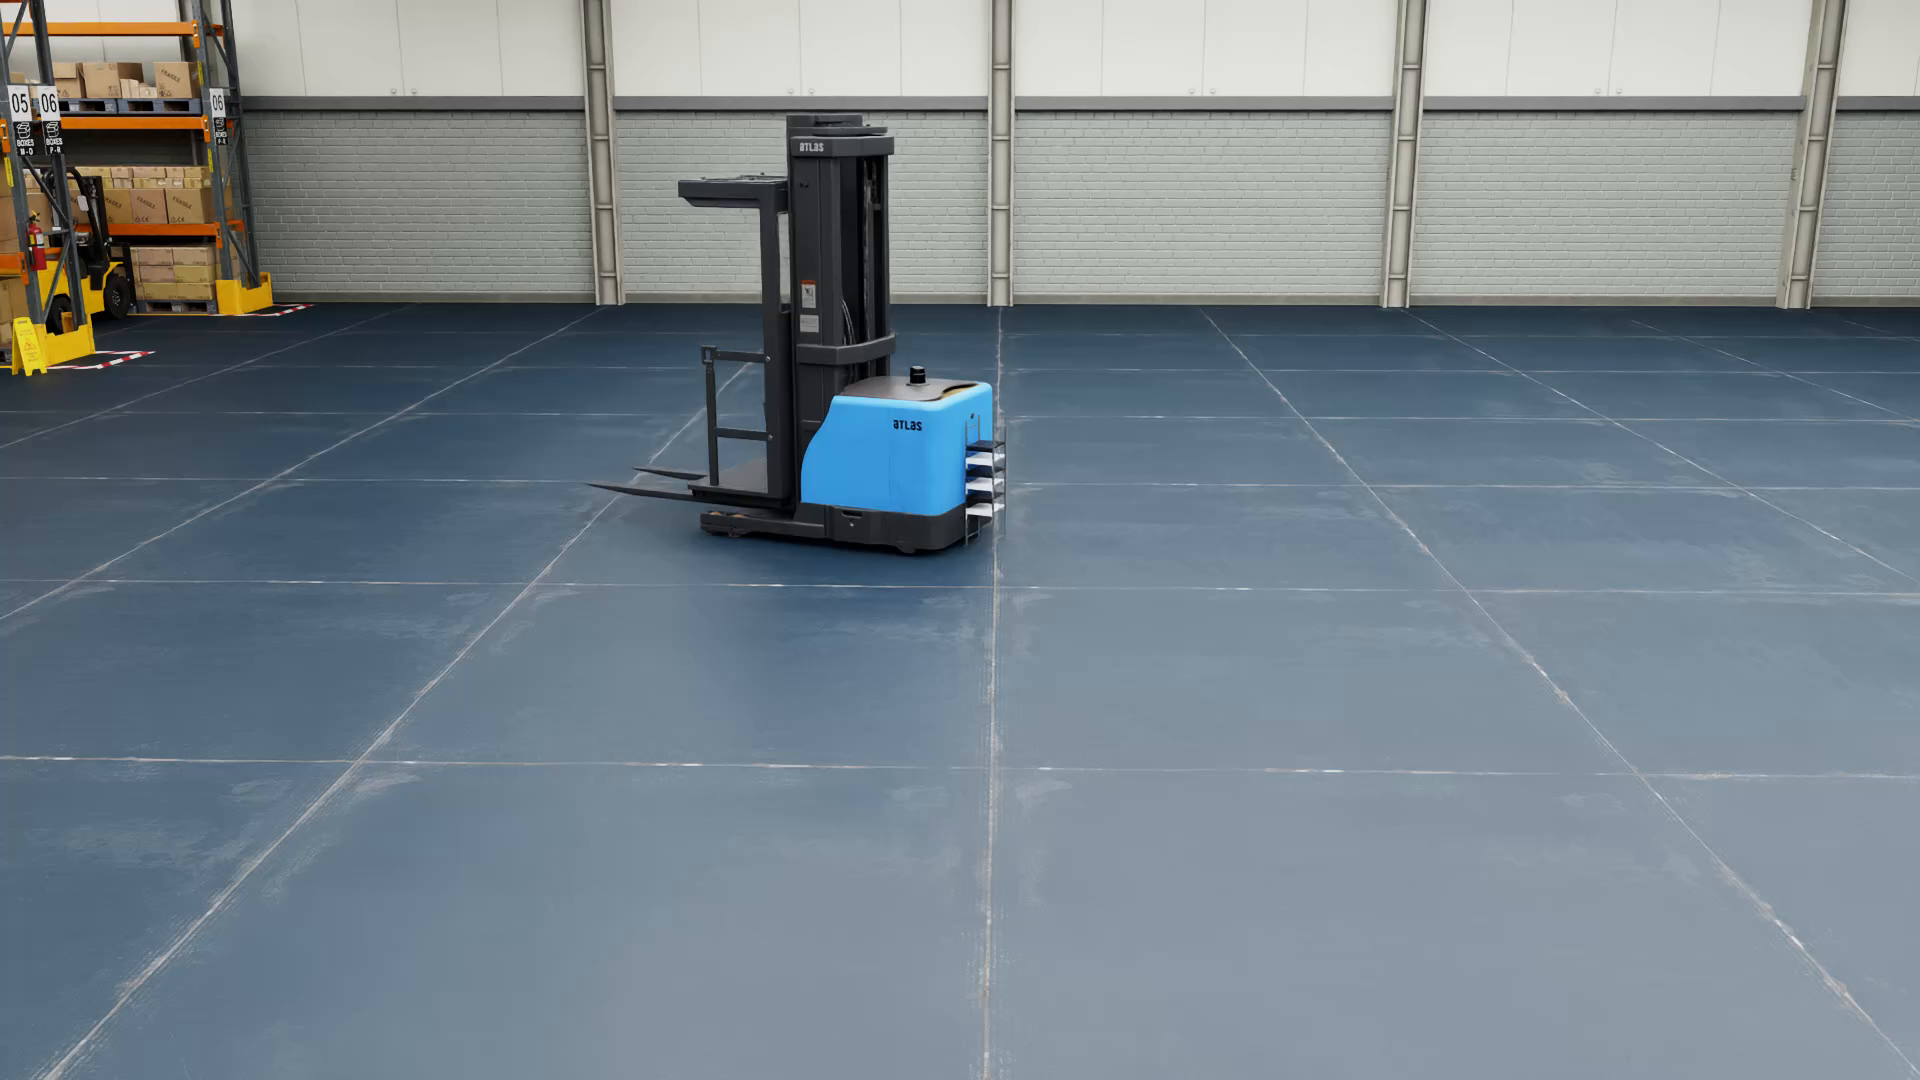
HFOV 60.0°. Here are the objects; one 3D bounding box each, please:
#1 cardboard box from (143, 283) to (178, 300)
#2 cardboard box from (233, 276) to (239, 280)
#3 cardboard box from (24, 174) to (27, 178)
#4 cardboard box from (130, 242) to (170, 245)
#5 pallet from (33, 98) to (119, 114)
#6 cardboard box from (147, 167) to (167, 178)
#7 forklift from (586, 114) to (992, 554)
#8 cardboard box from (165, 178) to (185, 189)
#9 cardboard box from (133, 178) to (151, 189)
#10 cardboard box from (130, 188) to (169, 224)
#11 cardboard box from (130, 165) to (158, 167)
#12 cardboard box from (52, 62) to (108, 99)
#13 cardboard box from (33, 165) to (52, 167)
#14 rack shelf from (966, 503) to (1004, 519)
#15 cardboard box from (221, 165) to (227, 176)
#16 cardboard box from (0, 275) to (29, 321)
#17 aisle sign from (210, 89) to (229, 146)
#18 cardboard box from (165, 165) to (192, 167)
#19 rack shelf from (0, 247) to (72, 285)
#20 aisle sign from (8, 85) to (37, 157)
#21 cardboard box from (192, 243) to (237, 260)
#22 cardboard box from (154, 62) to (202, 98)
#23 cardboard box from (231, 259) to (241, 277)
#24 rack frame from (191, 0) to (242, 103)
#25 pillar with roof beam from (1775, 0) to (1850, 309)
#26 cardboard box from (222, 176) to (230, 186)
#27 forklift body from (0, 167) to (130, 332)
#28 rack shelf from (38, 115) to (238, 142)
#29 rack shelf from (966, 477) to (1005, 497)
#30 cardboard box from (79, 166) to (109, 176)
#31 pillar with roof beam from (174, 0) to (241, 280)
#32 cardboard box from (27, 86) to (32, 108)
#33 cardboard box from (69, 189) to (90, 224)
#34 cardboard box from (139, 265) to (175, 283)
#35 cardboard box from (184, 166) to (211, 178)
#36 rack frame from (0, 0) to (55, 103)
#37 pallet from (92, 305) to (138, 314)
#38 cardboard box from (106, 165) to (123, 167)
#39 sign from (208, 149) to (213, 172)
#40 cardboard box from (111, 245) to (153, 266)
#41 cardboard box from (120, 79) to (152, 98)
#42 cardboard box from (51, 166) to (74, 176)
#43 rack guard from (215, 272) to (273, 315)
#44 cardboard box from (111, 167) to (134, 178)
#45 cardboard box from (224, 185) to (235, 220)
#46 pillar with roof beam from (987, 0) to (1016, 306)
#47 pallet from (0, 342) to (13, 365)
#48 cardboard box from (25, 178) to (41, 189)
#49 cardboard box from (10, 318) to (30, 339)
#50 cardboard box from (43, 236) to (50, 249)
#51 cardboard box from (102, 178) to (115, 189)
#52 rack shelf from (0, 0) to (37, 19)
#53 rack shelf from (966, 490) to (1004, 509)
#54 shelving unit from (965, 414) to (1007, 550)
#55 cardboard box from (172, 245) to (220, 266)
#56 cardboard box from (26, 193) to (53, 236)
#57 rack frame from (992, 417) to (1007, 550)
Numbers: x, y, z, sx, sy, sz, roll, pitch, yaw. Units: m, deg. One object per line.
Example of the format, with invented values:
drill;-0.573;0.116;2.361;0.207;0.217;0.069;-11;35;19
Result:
cardboard box;-11.682;-3.698;24.545;0.500;0.250;0.500;0;15;1
cardboard box;-11.193;-3.823;25.018;0.500;0.250;0.500;0;15;2
cardboard box;-13.621;-5.345;24.168;0.250;0.149;0.380;1;15;3
cardboard box;-12.182;-4.313;24.916;0.500;0.250;0.500;0;15;1
pallet;-12.636;-6.323;24.218;1.213;0.211;1.003;0;15;1
cardboard box;-11.581;-5.340;24.148;0.250;0.149;0.380;1;15;3
forklift;-1.316;-1.549;11.967;3.031;2.935;1.130;6;16;23
cardboard box;-11.317;-5.184;24.140;0.250;0.149;0.380;1;15;2
cardboard box;-11.823;-5.205;24.222;0.250;0.149;0.380;0;15;1
cardboard box;-11.725;-4.887;24.287;0.500;0.500;0.500;1;15;3
cardboard box;-12.074;-5.468;24.636;0.250;0.149;0.380;1;15;3
cardboard box;-12.761;-6.635;24.007;0.637;0.503;0.797;1;15;3
cardboard box;-13.613;-5.507;24.784;0.250;0.149;0.380;0;15;0
rack shelf;0.182;-0.200;11.670;0.200;0.077;0.258;6;16;23
cardboard box;-11.038;-5.459;24.601;0.250;0.149;0.380;0;15;0
cardboard box;-11.654;-2.943;20.211;0.500;0.500;0.500;0;15;0
aisle sign;-10.649;-6.078;23.903;0.004;0.787;0.394;0;15;1
cardboard box;-11.563;-5.468;24.633;0.250;0.149;0.380;1;15;2
rack shelf;-12.830;-3.296;19.863;4.000;0.370;1.077;0;15;1
aisle sign;-10.776;-4.813;19.108;0.004;0.787;0.394;0;15;1
cardboard box;-11.183;-4.305;24.884;0.500;0.250;0.500;0;15;1
cardboard box;-11.156;-6.588;23.834;0.500;0.500;0.500;1;15;3
cardboard box;-11.172;-4.068;24.966;0.500;0.250;0.500;1;15;2
rack frame;-10.707;-7.797;23.755;0.127;3.000;1.000;0;15;1
pillar with roof beam;12.502;-6.778;19.889;0.400;9.000;9.100;0;15;1
cardboard box;-11.040;-5.327;24.684;0.250;0.149;0.380;0;15;0
forklift body;-12.650;-4.033;22.912;1.214;2.155;2.313;0;15;1
rack shelf;-12.707;-6.012;24.278;4.000;0.370;1.077;0;15;1
rack shelf;0.182;-0.374;11.624;0.200;0.077;0.258;6;16;23
cardboard box;-12.604;-5.360;24.224;0.250;0.149;0.380;1;15;2
pillar with roof beam;-11.490;-6.934;20.482;0.400;9.000;9.100;0;15;1
cardboard box;-11.326;-5.224;19.590;0.500;0.250;0.500;0;15;0
cardboard box;-12.740;-4.891;24.301;0.500;0.500;0.500;0;15;2
cardboard box;-11.703;-3.941;24.486;0.500;0.250;0.500;0;15;1
cardboard box;-11.071;-5.351;24.192;0.250;0.149;0.380;0;15;2
rack frame;-10.830;-6.532;18.957;0.127;3.000;1.000;0;15;1
pallet;-12.689;-3.551;24.887;1.213;0.211;1.003;0;15;1
cardboard box;-12.583;-5.477;24.667;0.250;0.149;0.380;0;15;2
sign;-10.735;-5.433;23.818;0.005;0.325;0.100;0;15;1
cardboard box;-12.191;-4.180;24.409;0.500;0.250;0.500;1;15;2
cardboard box;-11.797;-6.463;23.821;0.258;0.266;0.396;0;15;2
cardboard box;-13.105;-5.363;24.235;0.250;0.149;0.380;0;15;1
rack guard;-10.683;-3.688;24.838;0.348;0.500;1.175;0;15;1
cardboard box;-12.091;-5.334;24.125;0.250;0.149;0.380;1;15;3
cardboard box;-11.196;-5.019;24.788;0.500;0.500;0.500;1;15;3
pillar with roof beam;0.506;-6.856;20.185;0.400;9.000;9.100;0;15;1
pallet;-11.718;-2.297;20.134;1.213;0.211;1.003;0;15;1
cardboard box;-13.367;-5.197;24.191;0.250;0.149;0.380;0;15;1
cardboard box;-11.630;-2.580;20.306;0.500;0.250;0.500;0;15;1
cardboard box;-11.165;-3.564;19.963;0.250;0.149;0.380;0;15;2
cardboard box;-12.344;-5.192;24.170;0.250;0.149;0.380;0;15;2
rack shelf;-12.830;-6.195;19.098;4.000;0.370;1.077;0;15;1
rack shelf;0.182;-0.287;11.647;0.200;0.077;0.258;6;16;23
shelving unit;0.182;-0.406;11.616;0.210;0.900;0.258;6;16;23
cardboard box;-11.176;-4.177;24.400;0.500;0.250;0.500;1;15;3
cardboard box;-11.297;-3.897;19.951;0.500;0.500;0.500;0;15;1
rack frame;0.275;-0.396;11.576;0.006;0.900;0.240;6;16;23
